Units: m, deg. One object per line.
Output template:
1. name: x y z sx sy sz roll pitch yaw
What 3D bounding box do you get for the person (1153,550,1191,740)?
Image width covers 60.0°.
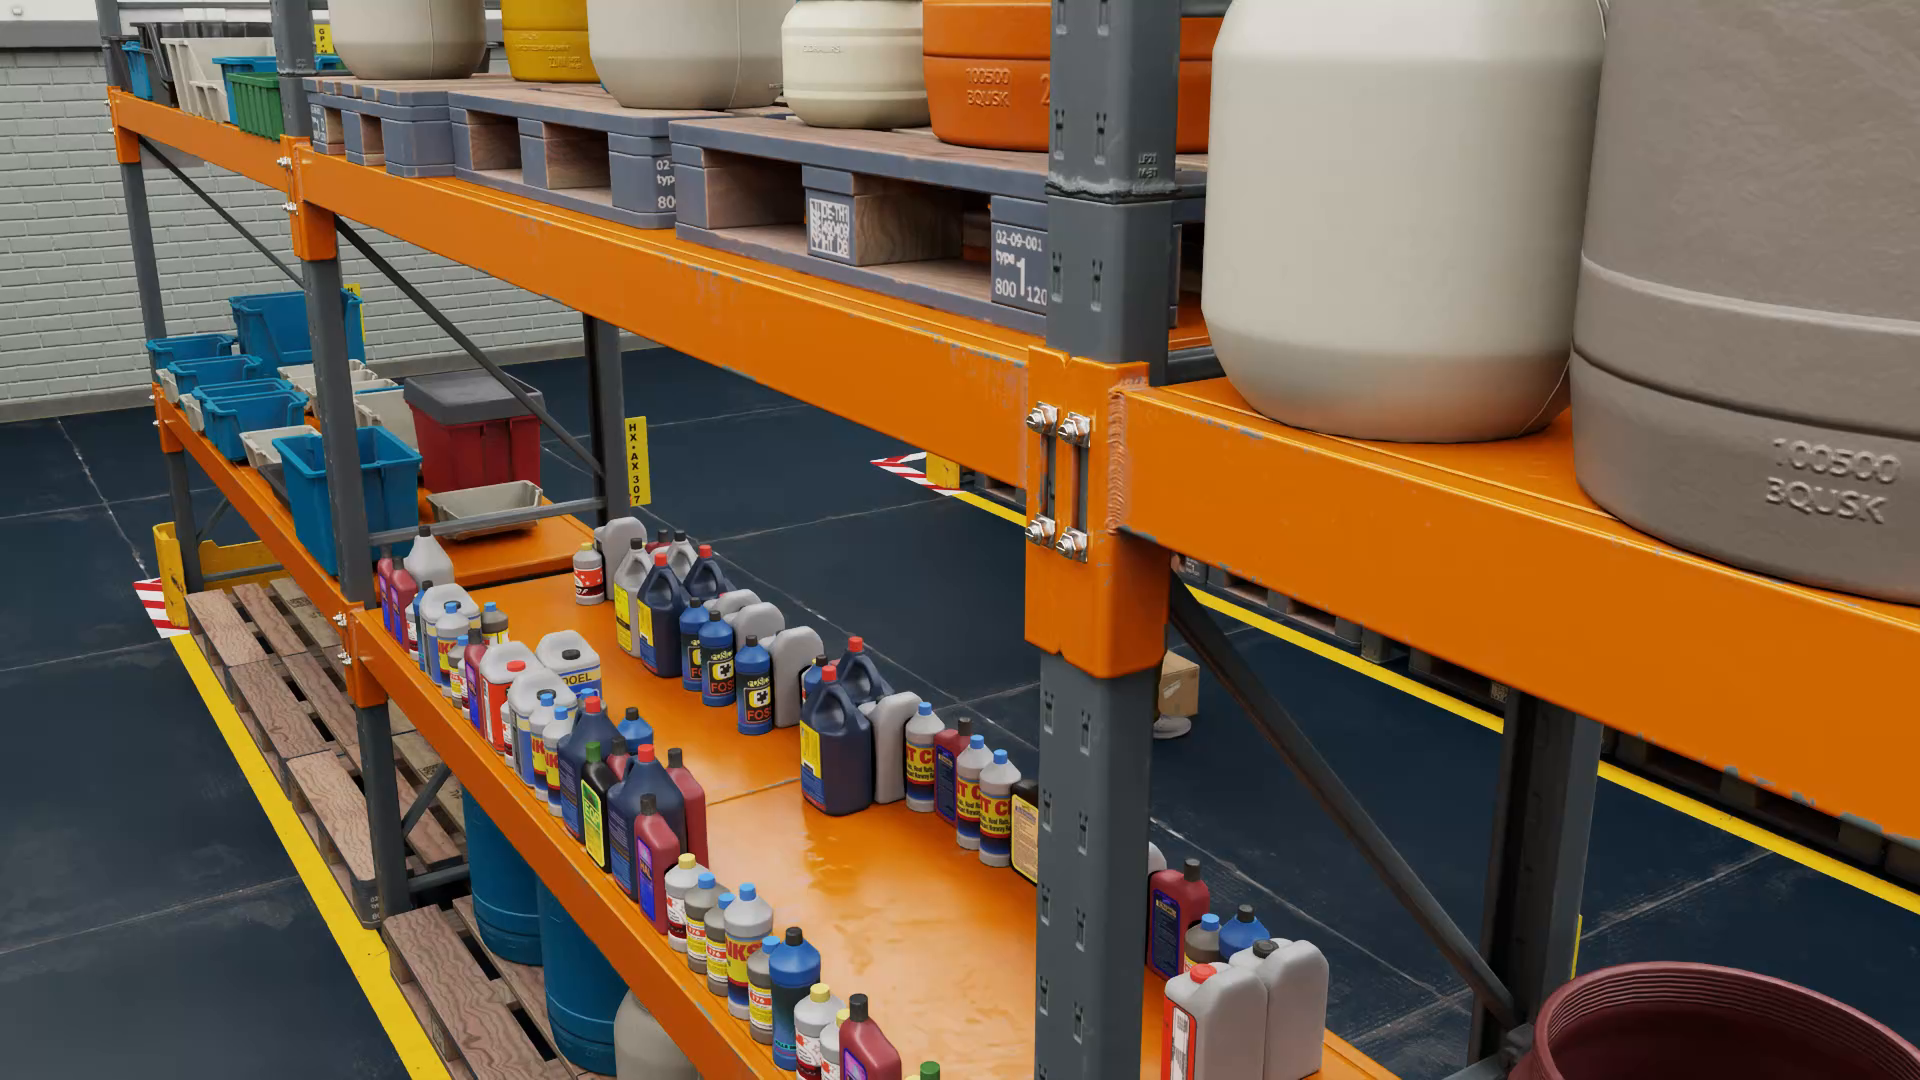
1. person: 0.746 0.014 7.538 0.429 1.772 0.647 -13 22 -35
